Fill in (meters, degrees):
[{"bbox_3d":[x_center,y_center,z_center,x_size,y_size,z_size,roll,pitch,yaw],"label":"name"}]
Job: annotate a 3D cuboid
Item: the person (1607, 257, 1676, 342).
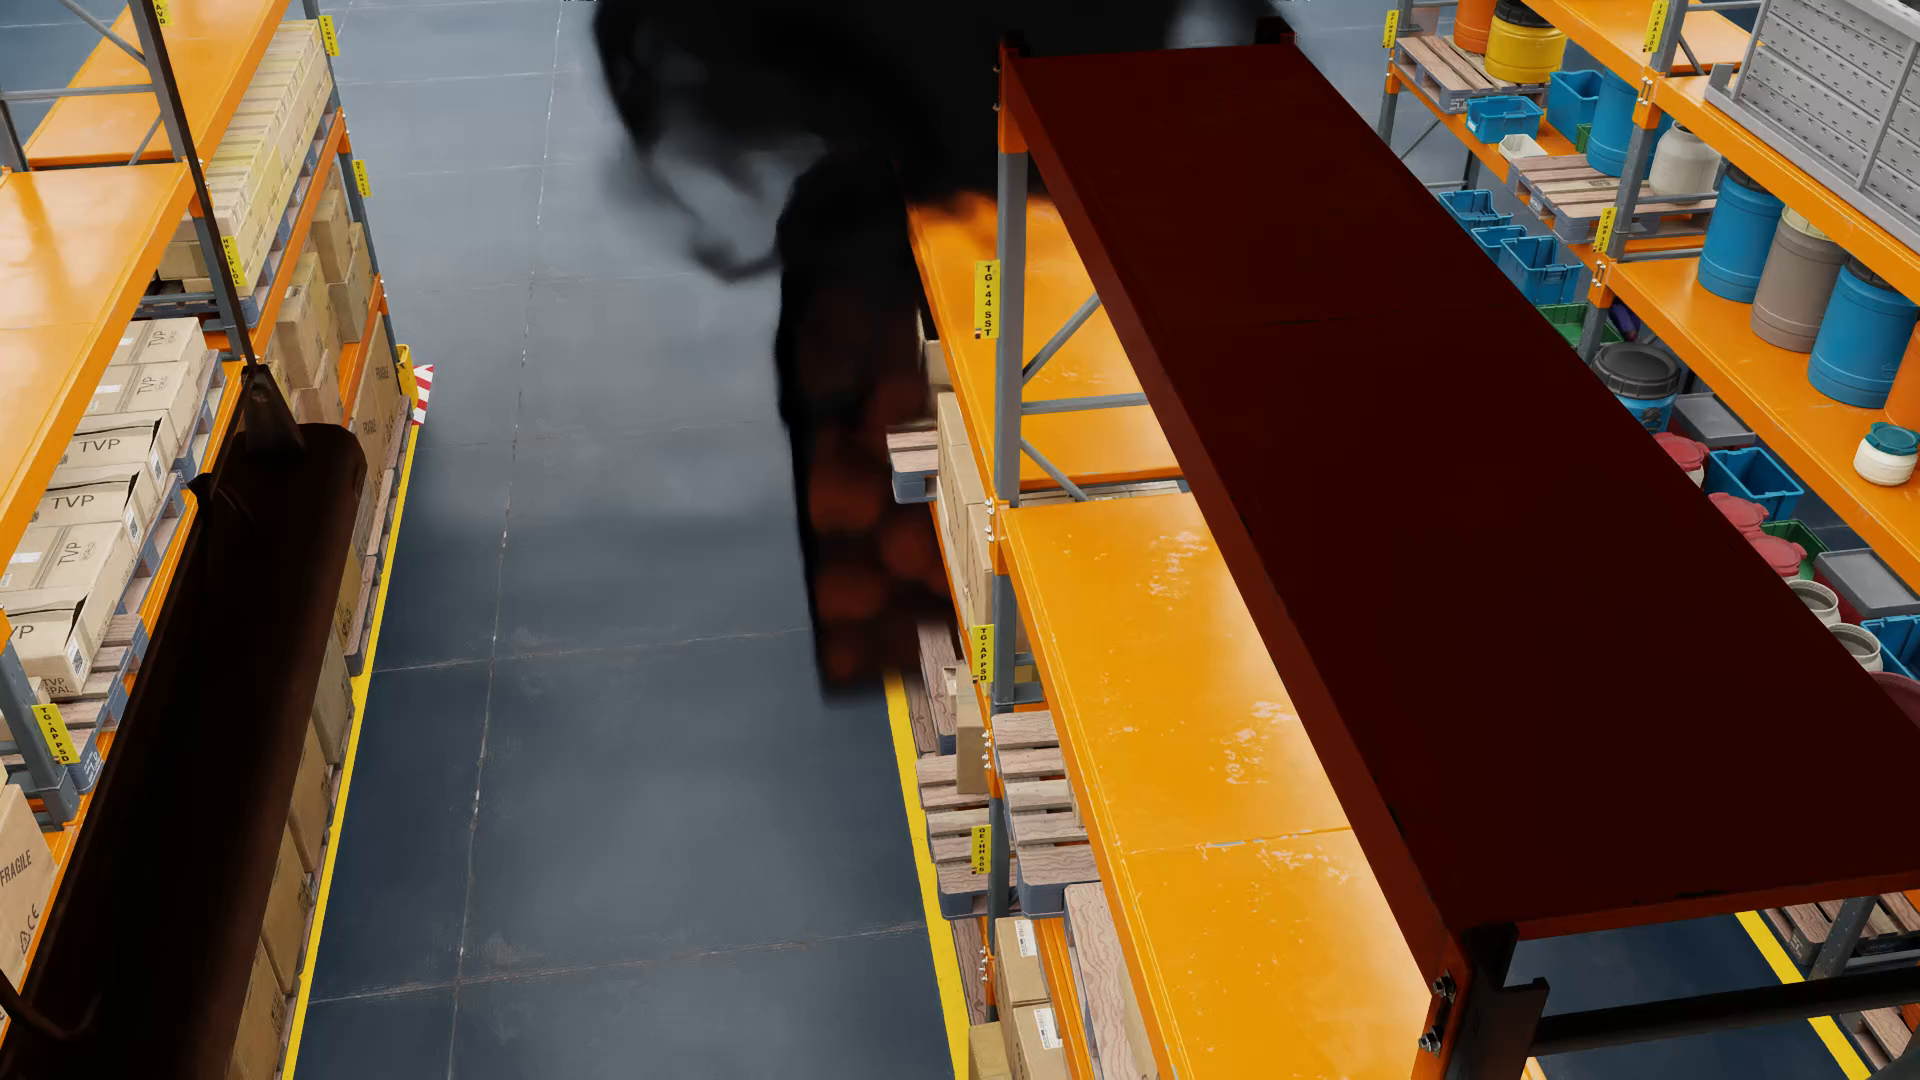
[{"bbox_3d":[6.025,-2.312,14.776,0.623,1.633,0.620,-1,36,-1],"label":"person"}]
